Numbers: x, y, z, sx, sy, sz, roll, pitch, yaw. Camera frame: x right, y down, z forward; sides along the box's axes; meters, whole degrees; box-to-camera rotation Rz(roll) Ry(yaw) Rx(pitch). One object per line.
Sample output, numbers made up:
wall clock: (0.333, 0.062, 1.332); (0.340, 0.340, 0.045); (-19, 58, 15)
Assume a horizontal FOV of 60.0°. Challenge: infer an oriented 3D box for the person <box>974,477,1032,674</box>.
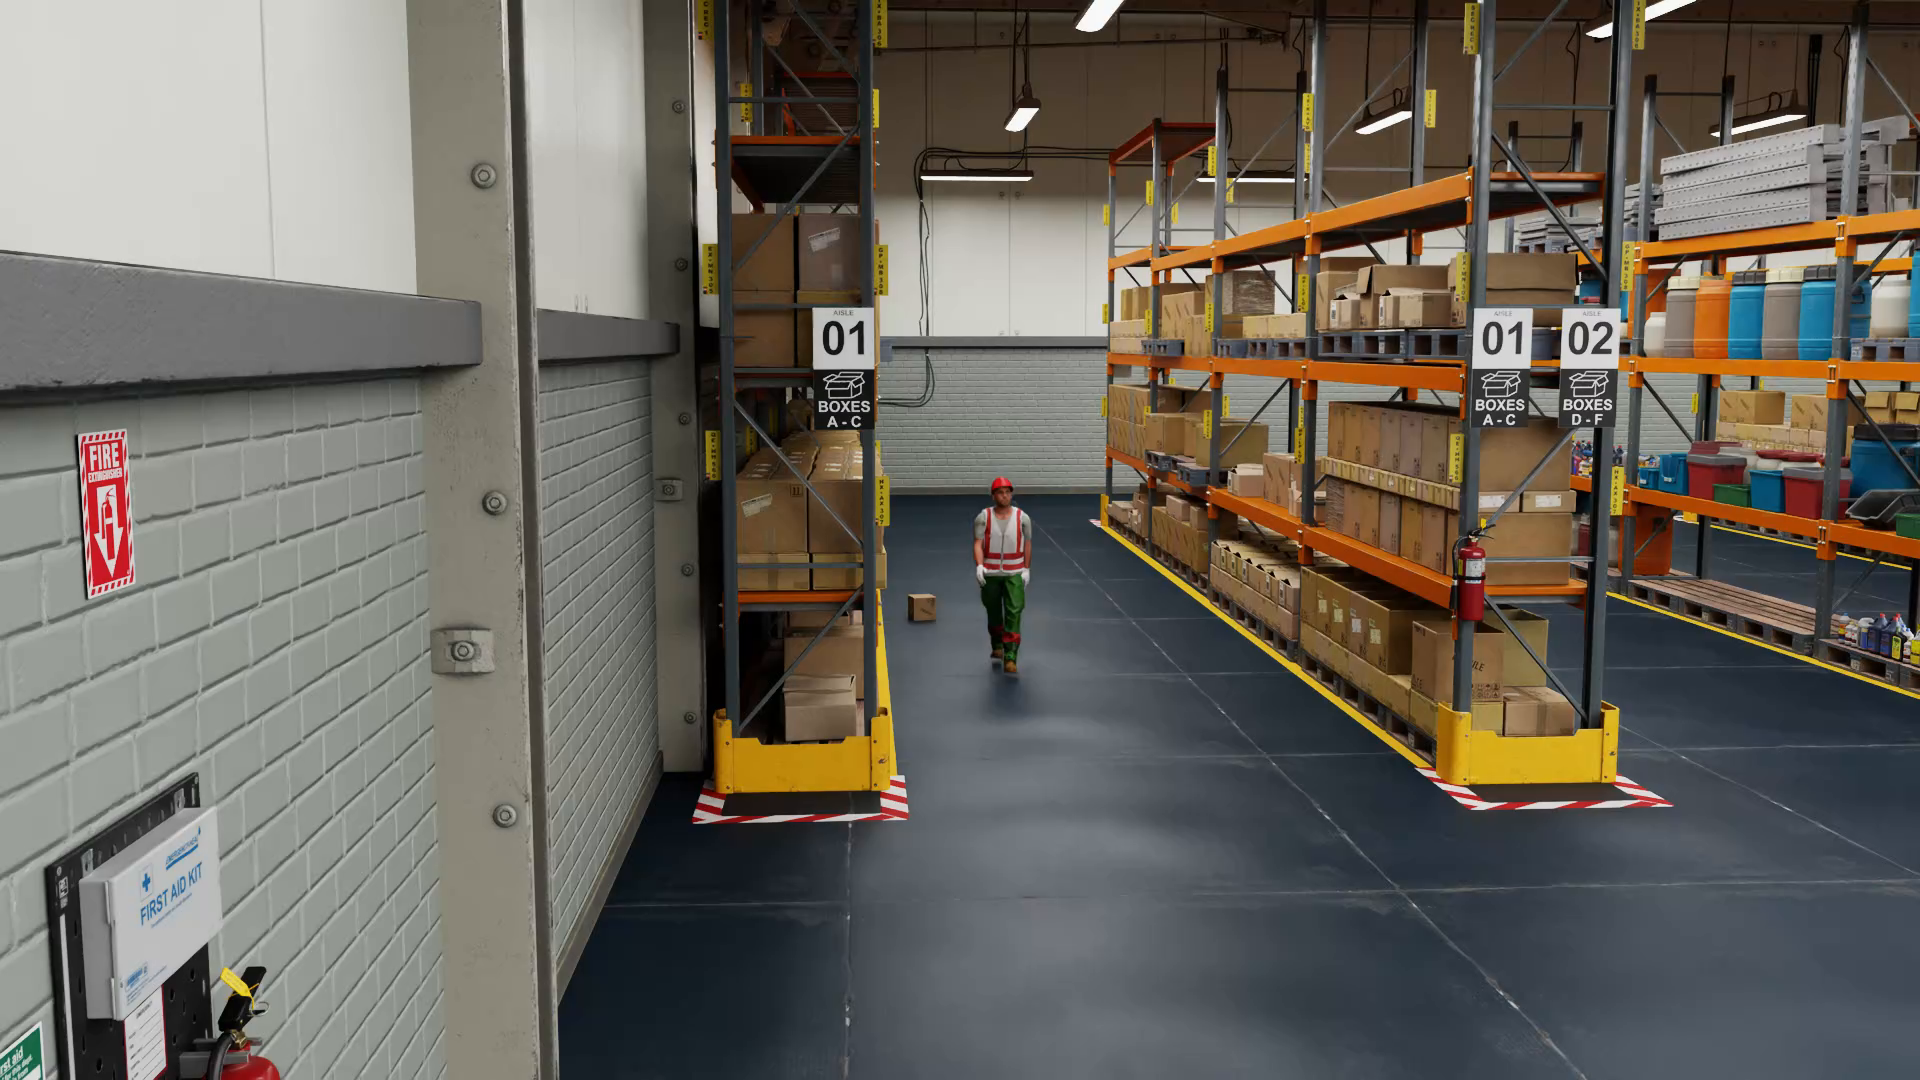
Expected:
person: (0.380, 0.300, 15.044); (0.523, 1.731, 1.054); (1, 7, 4)
